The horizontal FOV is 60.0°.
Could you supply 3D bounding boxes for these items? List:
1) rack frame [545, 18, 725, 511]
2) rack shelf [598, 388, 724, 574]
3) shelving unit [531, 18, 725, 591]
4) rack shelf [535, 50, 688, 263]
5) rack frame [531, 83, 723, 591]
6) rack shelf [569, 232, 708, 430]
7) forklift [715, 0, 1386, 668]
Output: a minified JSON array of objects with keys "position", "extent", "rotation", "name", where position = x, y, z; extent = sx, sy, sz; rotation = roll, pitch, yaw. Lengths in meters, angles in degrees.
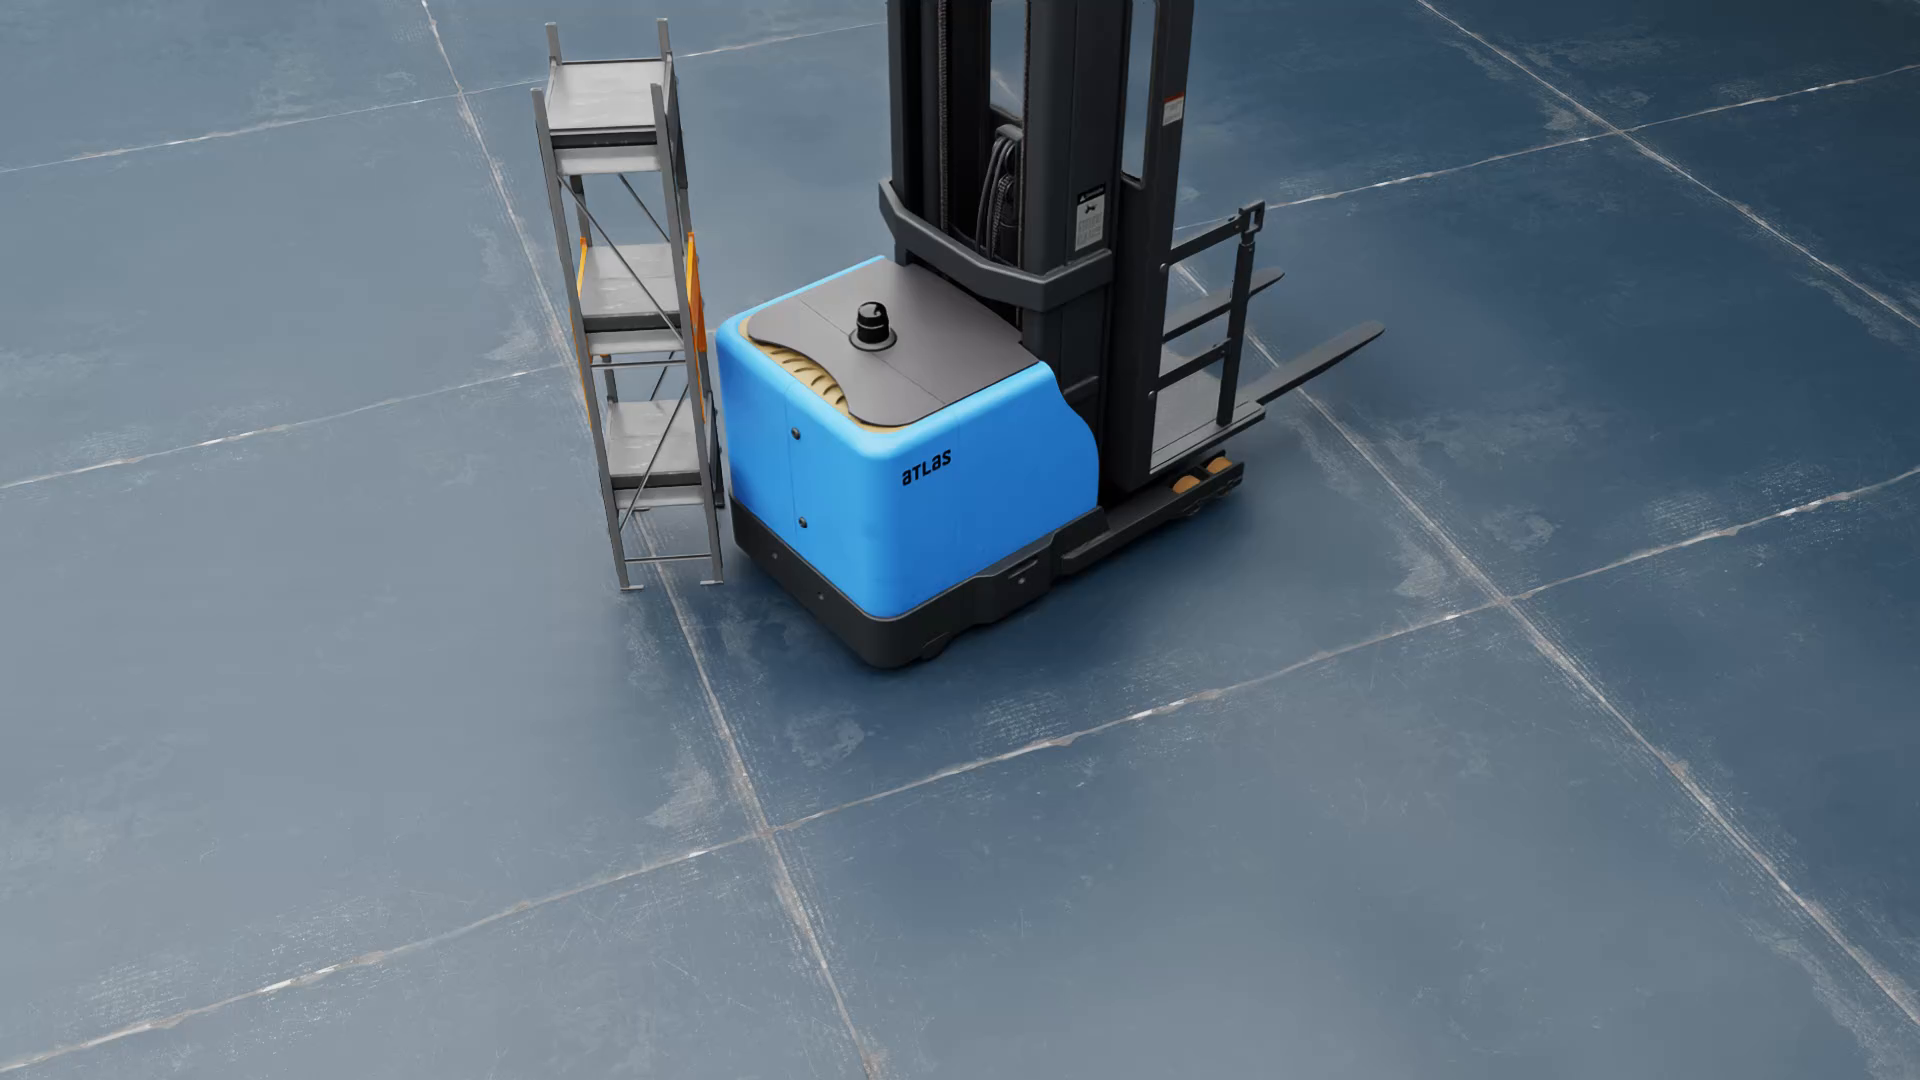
[{"position":[-1.178,-0.930,6.222],"extent":[0.400,2.100,0.015],"rotation":[-4,41,-4],"name":"rack frame"},{"position":[-1.154,-0.231,6.503],"extent":[0.431,0.518,0.480],"rotation":[-4,41,-4],"name":"rack shelf"},{"position":[-1.154,-0.772,6.037],"extent":[0.431,2.100,0.503],"rotation":[-4,41,-4],"name":"shelving unit"},{"position":[-1.154,-1.292,5.590],"extent":[0.431,0.518,0.480],"rotation":[-4,41,-4],"name":"rack shelf"},{"position":[-1.131,-0.614,5.853],"extent":[0.400,2.100,0.015],"rotation":[-4,41,-4],"name":"rack frame"},{"position":[-1.154,-0.762,6.046],"extent":[0.431,0.518,0.480],"rotation":[-4,41,-4],"name":"rack shelf"},{"position":[0.553,-1.450,6.189],"extent":[3.031,2.935,1.130],"rotation":[-28,48,-29],"name":"forklift"}]
